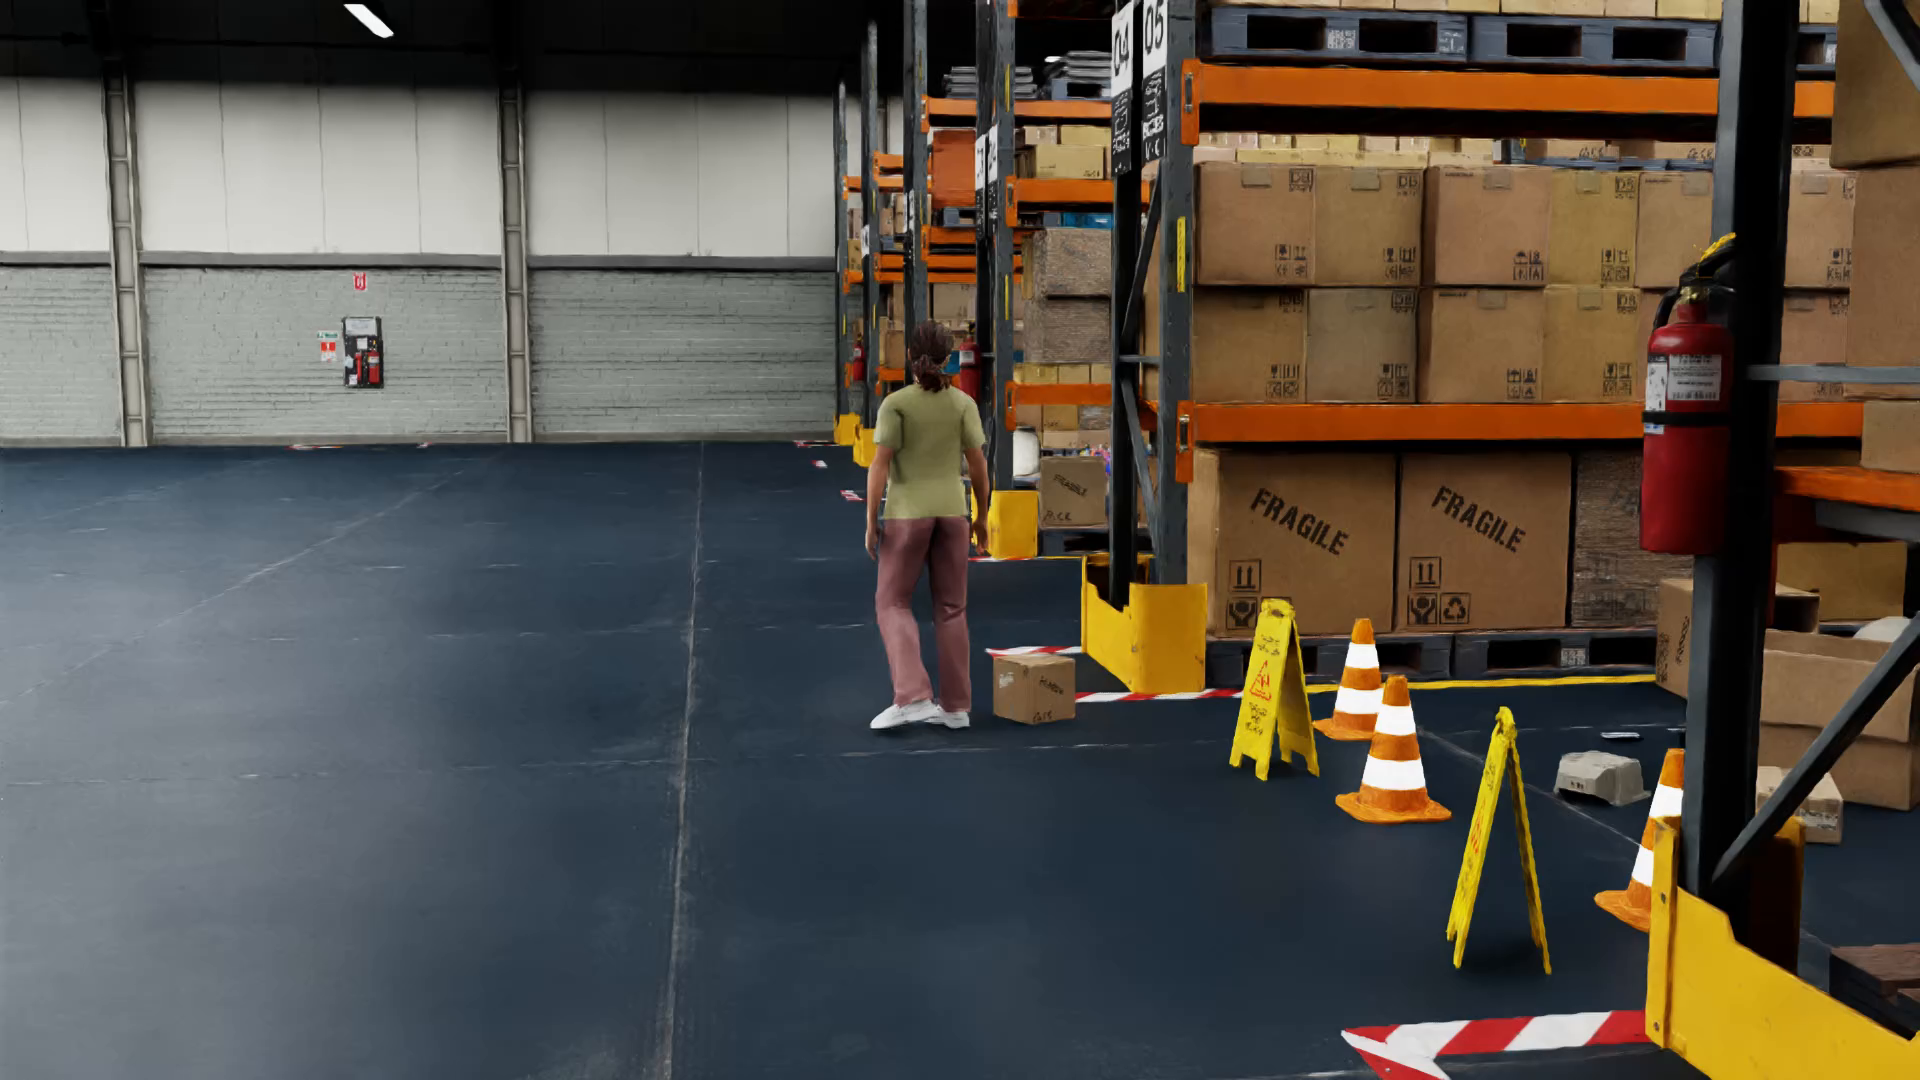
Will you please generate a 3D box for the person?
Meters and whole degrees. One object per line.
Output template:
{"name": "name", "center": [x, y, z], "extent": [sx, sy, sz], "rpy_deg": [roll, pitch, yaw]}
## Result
{"name": "person", "center": [-0.123, -0.053, 6.788], "extent": [0.528, 1.676, 0.394], "rpy_deg": [-2, 7, -19]}
